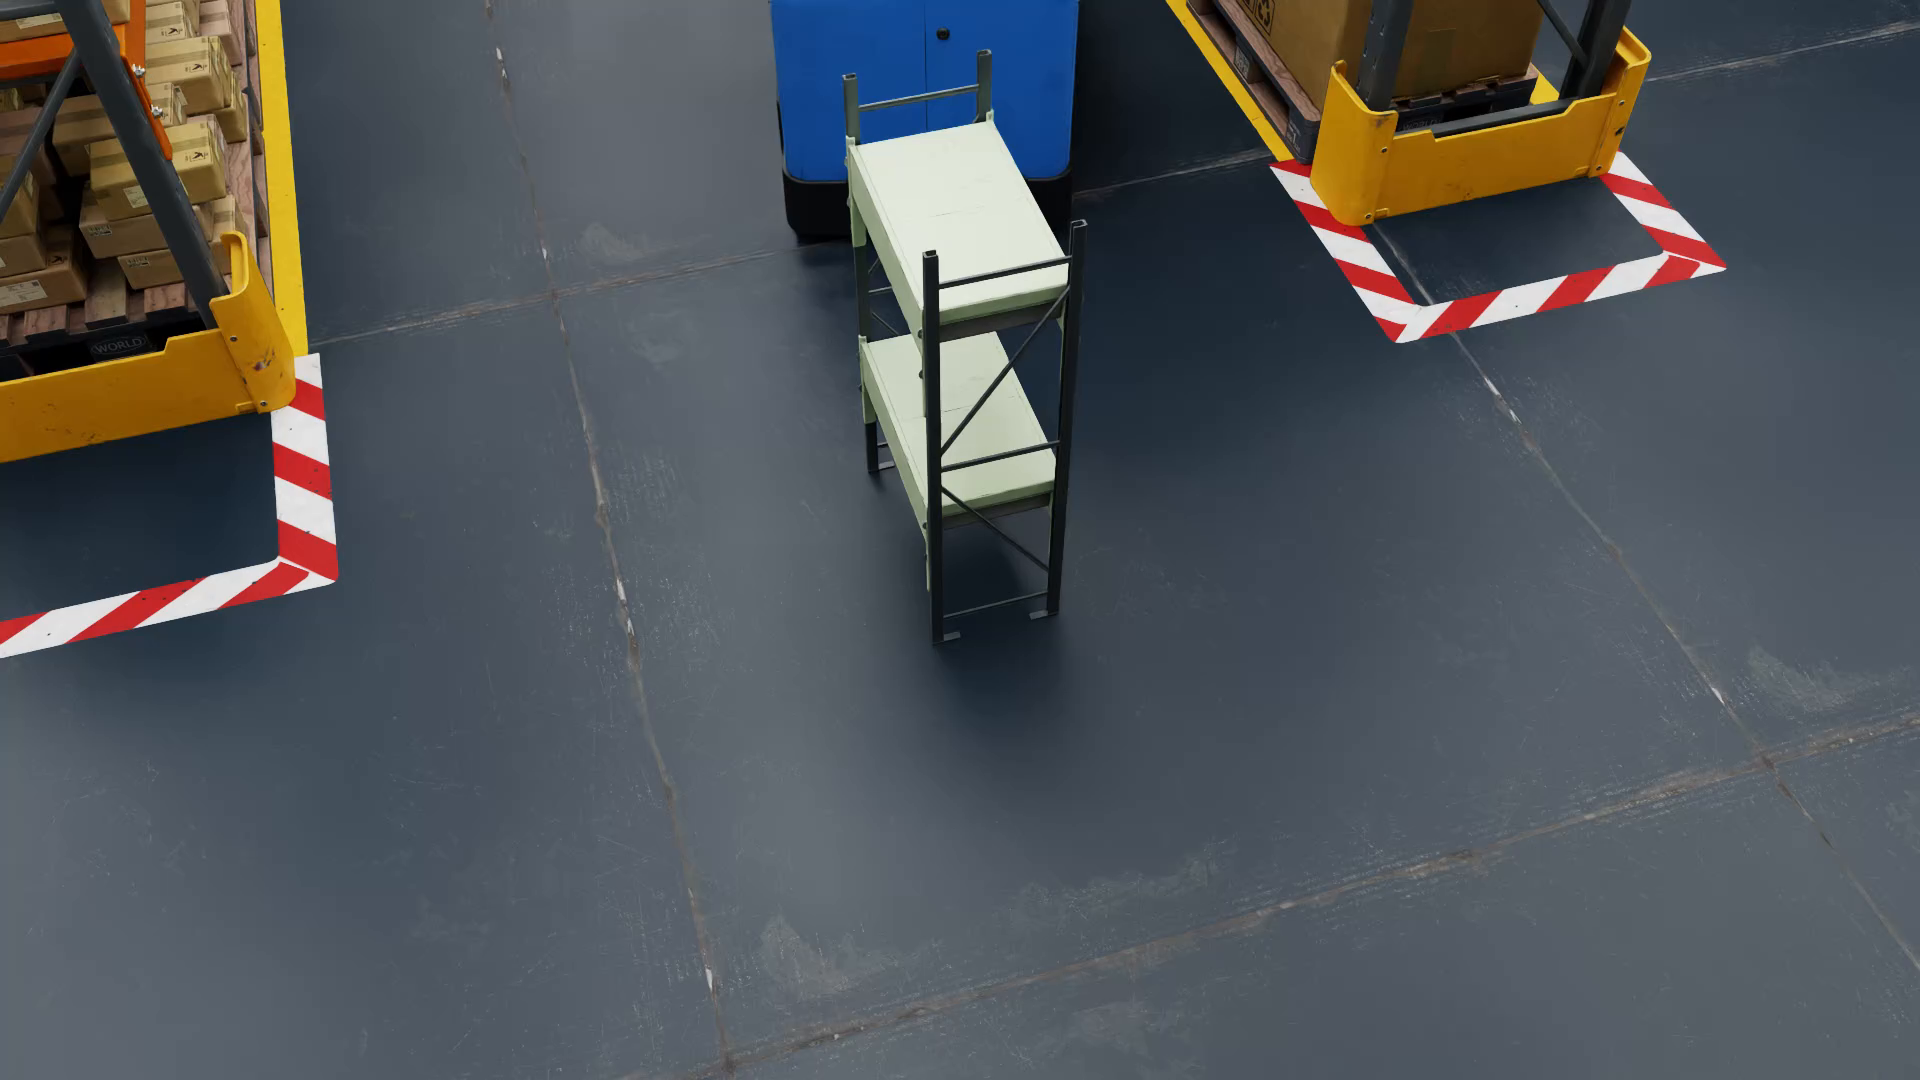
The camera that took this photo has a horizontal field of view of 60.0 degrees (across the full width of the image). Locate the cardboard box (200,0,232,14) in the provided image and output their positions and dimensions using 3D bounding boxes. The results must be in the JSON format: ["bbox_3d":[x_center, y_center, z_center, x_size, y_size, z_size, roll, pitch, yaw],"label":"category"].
[{"bbox_3d":[-3.153,-2.157,6.697,0.380,0.149,0.250,-13,51,-11],"label":"cardboard box"}]

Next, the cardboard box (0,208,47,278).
[{"bbox_3d":[-3.262,-0.992,5.520,0.380,0.149,0.250,-15,51,-12],"label":"cardboard box"}]

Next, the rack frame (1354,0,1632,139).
[{"bbox_3d":[1.934,-2.407,5.317,1.000,3.000,0.127,-13,51,-11],"label":"rack frame"}]

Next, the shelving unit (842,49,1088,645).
[{"bbox_3d":[-0.002,-0.488,4.681,0.431,1.500,0.755,-13,51,-11],"label":"shelving unit"}]

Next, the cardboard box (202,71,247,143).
[{"bbox_3d":[-2.889,-1.594,6.222,0.380,0.149,0.250,-13,51,-11],"label":"cardboard box"}]

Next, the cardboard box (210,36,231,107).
[{"bbox_3d":[-2.899,-1.695,6.113,0.380,0.149,0.250,-12,51,-10],"label":"cardboard box"}]

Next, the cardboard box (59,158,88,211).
[{"bbox_3d":[-3.357,-1.290,5.966,0.380,0.149,0.250,-14,51,-11],"label":"cardboard box"}]

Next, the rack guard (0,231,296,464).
[{"bbox_3d":[-2.856,-0.609,5.436,1.175,0.500,0.348,-13,51,-11],"label":"rack guard"}]

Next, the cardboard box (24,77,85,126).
[{"bbox_3d":[-3.399,-1.591,6.025,0.380,0.149,0.250,-14,51,-11],"label":"cardboard box"}]

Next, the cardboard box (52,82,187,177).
[{"bbox_3d":[-2.860,-1.401,5.670,0.380,0.149,0.250,-12,51,-10],"label":"cardboard box"}]

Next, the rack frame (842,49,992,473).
[{"bbox_3d":[-0.110,-0.756,4.906,0.400,1.500,0.023,-13,51,-11],"label":"rack frame"}]

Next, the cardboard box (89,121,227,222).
[{"bbox_3d":[-2.664,-1.227,5.523,0.380,0.149,0.250,-15,52,-13],"label":"cardboard box"}]

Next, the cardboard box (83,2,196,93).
[{"bbox_3d":[-2.965,-1.776,5.986,0.380,0.149,0.250,-16,52,-13],"label":"cardboard box"}]

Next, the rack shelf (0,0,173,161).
[{"bbox_3d":[-3.425,-2.588,5.940,1.077,0.370,4.000,-13,51,-11],"label":"rack shelf"}]

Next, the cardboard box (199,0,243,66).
[{"bbox_3d":[-3.046,-1.961,6.531,0.380,0.149,0.250,-16,52,-13],"label":"cardboard box"}]

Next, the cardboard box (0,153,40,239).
[{"bbox_3d":[-3.232,-1.096,5.413,0.380,0.149,0.250,-13,51,-11],"label":"cardboard box"}]

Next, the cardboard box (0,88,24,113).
[{"bbox_3d":[-3.450,-1.453,5.714,0.380,0.149,0.250,-14,51,-12],"label":"cardboard box"}]

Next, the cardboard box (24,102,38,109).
[{"bbox_3d":[-3.418,-1.371,5.840,0.380,0.149,0.250,-15,52,-12],"label":"cardboard box"}]

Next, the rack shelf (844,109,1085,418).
[{"bbox_3d":[-0.002,-0.740,4.382,0.431,0.370,0.720,-13,51,-11],"label":"rack shelf"}]

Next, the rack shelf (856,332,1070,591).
[{"bbox_3d":[-0.002,-0.278,4.930,0.431,0.370,0.720,-13,51,-11],"label":"rack shelf"}]

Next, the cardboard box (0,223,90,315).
[{"bbox_3d":[-3.188,-0.913,5.647,0.380,0.149,0.250,-13,51,-10],"label":"cardboard box"}]

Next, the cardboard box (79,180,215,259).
[{"bbox_3d":[-2.743,-1.112,5.621,0.380,0.149,0.250,-11,51,-9],"label":"cardboard box"}]

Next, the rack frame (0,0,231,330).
[{"bbox_3d":[-2.834,-1.359,4.434,1.000,3.000,0.127,-13,51,-11],"label":"rack frame"}]

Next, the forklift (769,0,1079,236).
[{"bbox_3d":[-0.143,-3.176,6.011,1.130,2.935,3.031,-1,50,-1],"label":"forklift"}]

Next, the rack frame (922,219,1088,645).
[{"bbox_3d":[0.106,-0.221,4.455,0.400,1.500,0.023,-13,51,-11],"label":"rack frame"}]

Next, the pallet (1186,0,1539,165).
[{"bbox_3d":[1.623,-2.074,6.860,1.003,0.211,1.213,-13,51,-11],"label":"pallet"}]

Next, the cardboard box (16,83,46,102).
[{"bbox_3d":[-3.466,-1.657,5.886,0.380,0.149,0.250,-15,52,-12],"label":"cardboard box"}]

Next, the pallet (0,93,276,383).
[{"bbox_3d":[-3.062,-1.117,6.054,1.003,0.211,1.213,-13,51,-11],"label":"pallet"}]

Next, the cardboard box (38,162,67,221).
[{"bbox_3d":[-3.288,-1.195,5.691,0.380,0.149,0.250,-14,51,-12],"label":"cardboard box"}]

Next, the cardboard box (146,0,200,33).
[{"bbox_3d":[-3.038,-1.981,6.159,0.380,0.149,0.250,-12,51,-10],"label":"cardboard box"}]

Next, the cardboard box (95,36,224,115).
[{"bbox_3d":[-2.813,-1.614,5.849,0.380,0.149,0.250,-13,51,-11],"label":"cardboard box"}]

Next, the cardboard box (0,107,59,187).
[{"bbox_3d":[-3.252,-1.293,5.579,0.380,0.149,0.250,-12,51,-10],"label":"cardboard box"}]

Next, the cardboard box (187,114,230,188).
[{"bbox_3d":[-2.770,-1.325,5.800,0.380,0.149,0.250,-14,51,-11],"label":"cardboard box"}]

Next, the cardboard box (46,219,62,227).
[{"bbox_3d":[-3.361,-1.078,5.787,0.380,0.149,0.250,-12,51,-10],"label":"cardboard box"}]

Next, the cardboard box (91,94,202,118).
[{"bbox_3d":[-2.927,-1.484,5.934,0.380,0.149,0.250,-13,51,-11],"label":"cardboard box"}]

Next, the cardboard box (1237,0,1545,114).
[{"bbox_3d":[1.669,-2.306,6.347,0.875,0.875,0.875,-13,51,-11],"label":"cardboard box"}]

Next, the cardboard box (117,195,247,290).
[{"bbox_3d":[-2.683,-1.030,5.747,0.380,0.149,0.250,-12,51,-10],"label":"cardboard box"}]

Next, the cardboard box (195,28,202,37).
[{"bbox_3d":[-3.069,-1.868,6.258,0.380,0.149,0.250,-16,52,-13],"label":"cardboard box"}]

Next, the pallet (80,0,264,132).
[{"bbox_3d":[-3.420,-2.006,6.803,1.003,0.211,1.213,-13,51,-11],"label":"pallet"}]

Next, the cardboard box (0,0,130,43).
[{"bbox_3d":[-2.616,-1.589,4.792,0.380,0.149,0.250,-14,51,-11],"label":"cardboard box"}]

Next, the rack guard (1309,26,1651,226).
[{"bbox_3d":[1.942,-1.583,6.258,1.175,0.500,0.348,-13,51,-11],"label":"rack guard"}]
